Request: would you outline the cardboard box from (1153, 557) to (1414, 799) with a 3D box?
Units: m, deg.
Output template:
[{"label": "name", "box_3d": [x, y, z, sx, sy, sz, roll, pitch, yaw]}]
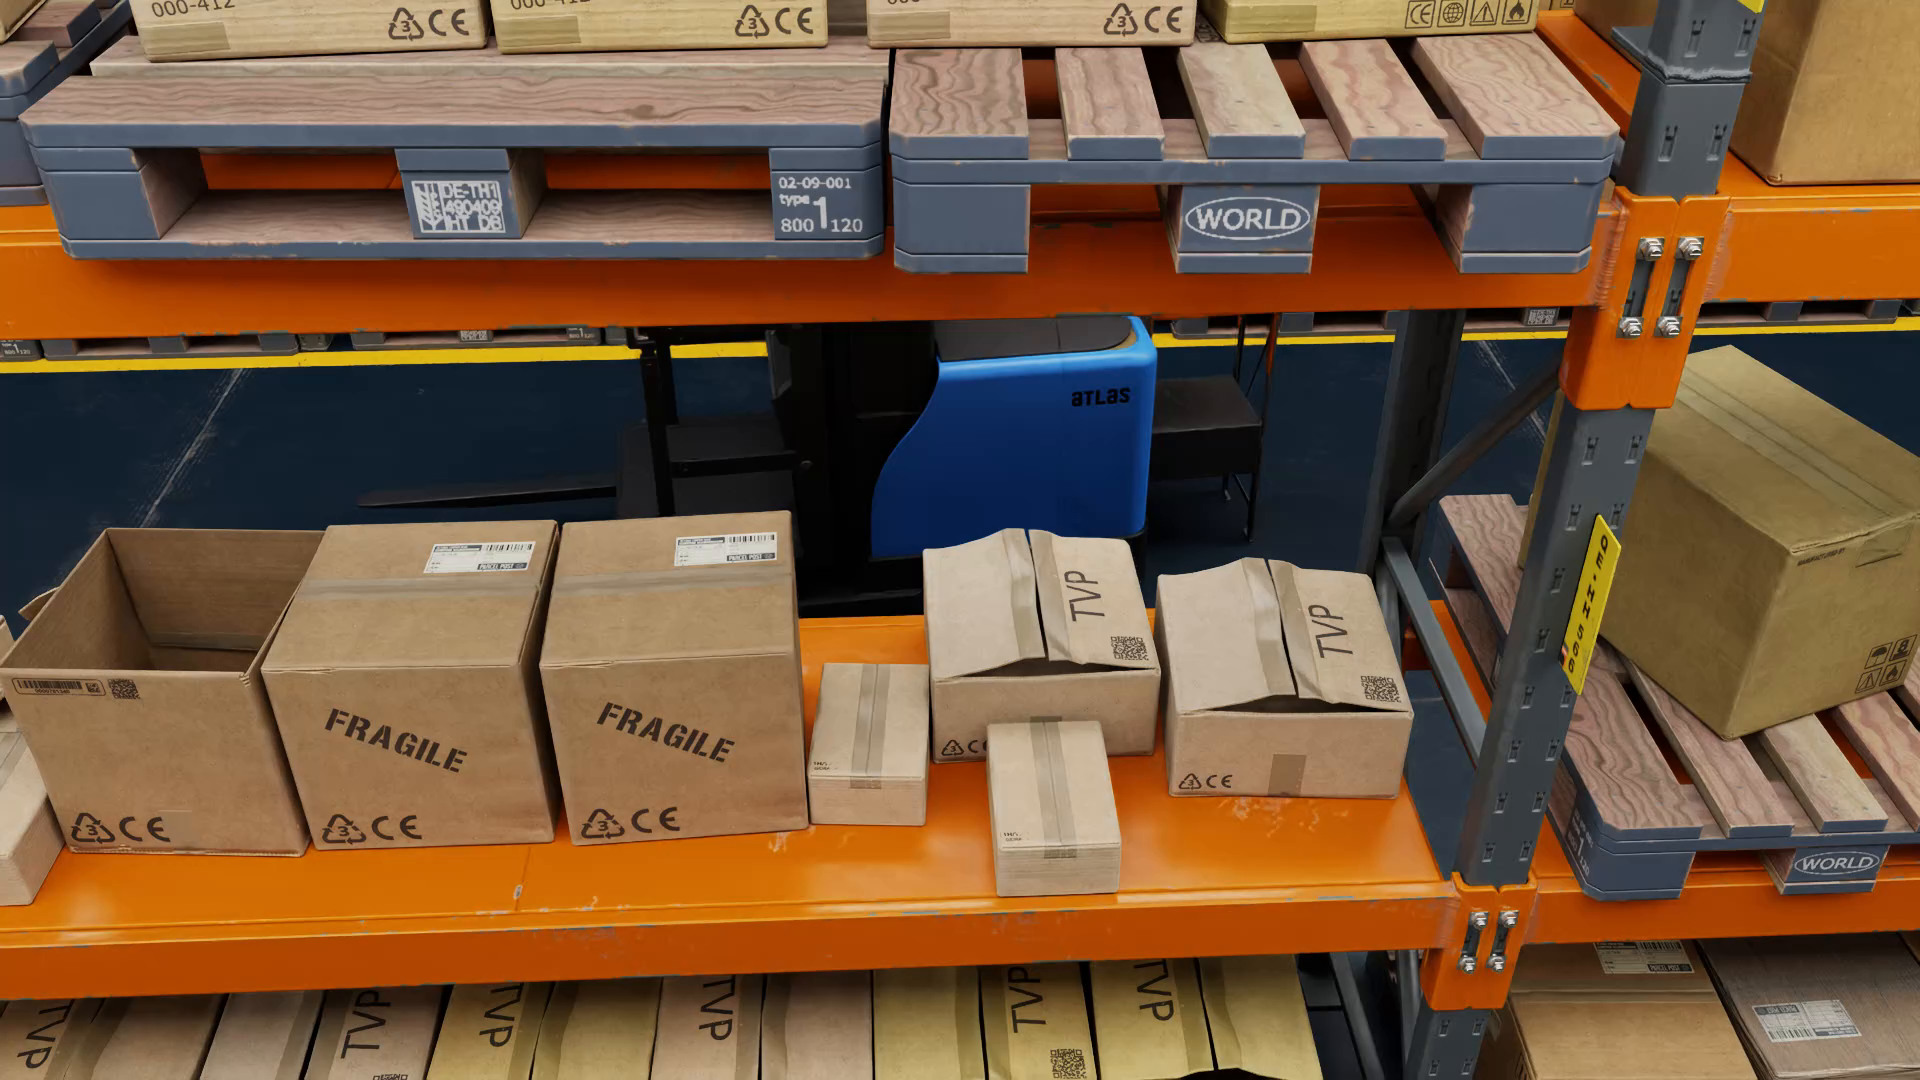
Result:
[{"label": "cardboard box", "box_3d": [0.712, 0.300, 3.759, 0.500, 0.311, 0.500, 1, 35, 1]}]

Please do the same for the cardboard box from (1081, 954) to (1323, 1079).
[{"label": "cardboard box", "box_3d": [0.566, 1.159, 3.993, 0.500, 0.311, 0.500, -1, 35, -1]}]

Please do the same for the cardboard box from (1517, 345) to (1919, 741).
[{"label": "cardboard box", "box_3d": [1.701, -0.017, 3.682, 0.500, 0.500, 0.700, -13, 37, -18]}]

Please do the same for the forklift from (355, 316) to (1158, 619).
[{"label": "forklift", "box_3d": [-0.847, -1.133, 5.811, 3.031, 2.935, 1.130, -5, 35, -7]}]

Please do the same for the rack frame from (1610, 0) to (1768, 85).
[{"label": "rack frame", "box_3d": [1.077, -2.189, 2.005, 0.127, 3.000, 1.000, -2, 35, -2]}]

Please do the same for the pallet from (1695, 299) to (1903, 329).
[{"label": "pallet", "box_3d": [4.067, -1.435, 8.638, 1.213, 0.211, 1.003, -2, 35, -2]}]

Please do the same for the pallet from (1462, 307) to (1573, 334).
[{"label": "pallet", "box_3d": [2.846, -1.401, 8.588, 1.213, 0.211, 1.003, -2, 35, -2]}]

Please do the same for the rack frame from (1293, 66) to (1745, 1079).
[{"label": "rack frame", "box_3d": [1.077, 0.278, 3.712, 0.127, 3.000, 1.000, -2, 35, -2]}]

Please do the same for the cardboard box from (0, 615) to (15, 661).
[{"label": "cardboard box", "box_3d": [-2.429, 0.409, 3.654, 0.500, 0.250, 0.500, 1, 35, 1]}]

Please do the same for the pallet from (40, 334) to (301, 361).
[{"label": "pallet", "box_3d": [-3.826, -1.245, 8.364, 1.213, 0.211, 1.003, -2, 35, -2]}]

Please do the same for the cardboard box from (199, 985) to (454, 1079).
[{"label": "cardboard box", "box_3d": [-1.477, 1.218, 3.908, 0.500, 0.311, 0.500, -3, 35, -4]}]

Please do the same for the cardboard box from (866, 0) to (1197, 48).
[{"label": "cardboard box", "box_3d": [0.104, -0.998, 2.683, 0.500, 0.250, 0.500, -1, 35, -1]}]

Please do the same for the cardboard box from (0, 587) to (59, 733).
[{"label": "cardboard box", "box_3d": [-2.049, 0.313, 3.780, 0.258, 0.266, 0.396, -2, 35, -3]}]

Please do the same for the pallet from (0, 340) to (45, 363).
[{"label": "pallet", "box_3d": [-5.047, -1.211, 8.314, 1.213, 0.211, 1.003, -2, 35, -2]}]

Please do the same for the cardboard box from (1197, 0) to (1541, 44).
[{"label": "cardboard box", "box_3d": [0.627, -1.022, 2.718, 0.500, 0.250, 0.500, -4, 35, -6]}]

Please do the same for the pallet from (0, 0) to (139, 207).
[{"label": "pallet", "box_3d": [-2.038, -0.800, 2.802, 1.217, 0.209, 0.805, -3, 35, -4]}]

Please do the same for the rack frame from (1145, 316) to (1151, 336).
[{"label": "rack frame", "box_3d": [0.665, -0.923, 6.238, 0.015, 2.100, 0.400, -5, 35, -7]}]

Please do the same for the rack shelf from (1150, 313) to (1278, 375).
[{"label": "rack shelf", "box_3d": [0.906, -0.932, 6.276, 0.480, 0.518, 0.431, -5, 35, -7]}]

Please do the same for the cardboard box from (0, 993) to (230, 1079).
[{"label": "cardboard box", "box_3d": [-1.993, 1.233, 3.887, 0.500, 0.311, 0.500, -2, 35, -3]}]

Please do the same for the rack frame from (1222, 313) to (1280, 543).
[{"label": "rack frame", "box_3d": [1.147, -0.964, 6.298, 0.015, 2.100, 0.400, -5, 35, -7]}]

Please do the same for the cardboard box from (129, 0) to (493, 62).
[{"label": "cardboard box", "box_3d": [-1.006, -0.975, 2.650, 0.500, 0.250, 0.500, -4, 35, -6]}]

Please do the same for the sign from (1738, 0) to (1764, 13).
[{"label": "sign", "box_3d": [1.095, -0.885, 2.233, 0.005, 0.325, 0.100, -2, 35, -2]}]

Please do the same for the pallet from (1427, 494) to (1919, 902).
[{"label": "pallet", "box_3d": [1.751, 0.299, 3.851, 1.003, 0.211, 1.213, -2, 35, -2]}]

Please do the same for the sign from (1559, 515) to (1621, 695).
[{"label": "sign", "box_3d": [1.107, 0.117, 2.927, 0.005, 0.325, 0.100, -2, 35, -2]}]

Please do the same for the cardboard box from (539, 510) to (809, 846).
[{"label": "cardboard box", "box_3d": [-0.598, 0.291, 3.605, 0.500, 0.500, 0.500, -3, 35, -5]}]

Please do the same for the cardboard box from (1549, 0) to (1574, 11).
[{"label": "cardboard box", "box_3d": [2.875, -2.617, 7.529, 0.500, 0.500, 0.500, -1, 35, -1]}]

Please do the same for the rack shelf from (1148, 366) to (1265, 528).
[{"label": "rack shelf", "box_3d": [0.906, -0.357, 6.674, 0.480, 0.518, 0.431, -5, 35, -7]}]

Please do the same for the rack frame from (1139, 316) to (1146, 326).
[{"label": "rack frame", "box_3d": [0.839, -2.538, 7.781, 0.127, 3.000, 1.000, -2, 35, -2]}]

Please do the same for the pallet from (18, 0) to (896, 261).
[{"label": "pallet", "box_3d": [-0.713, -0.777, 2.767, 1.213, 0.211, 1.003, 0, 35, 0]}]

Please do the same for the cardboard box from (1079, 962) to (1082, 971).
[{"label": "cardboard box", "box_3d": [0.540, 0.853, 4.437, 0.500, 0.311, 0.500, 0, 35, -1]}]

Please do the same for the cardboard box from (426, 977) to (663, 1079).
[{"label": "cardboard box", "box_3d": [-0.958, 1.201, 3.932, 0.500, 0.311, 0.500, -1, 35, -1]}]

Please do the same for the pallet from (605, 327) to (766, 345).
[{"label": "pallet", "box_3d": [-1.157, -1.340, 8.500, 1.213, 0.211, 1.003, -2, 35, -2]}]

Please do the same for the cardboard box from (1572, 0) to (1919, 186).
[{"label": "cardboard box", "box_3d": [1.511, -1.027, 2.875, 0.500, 0.500, 0.910, -2, 35, -2]}]

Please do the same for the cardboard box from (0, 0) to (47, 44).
[{"label": "cardboard box", "box_3d": [-1.754, -0.986, 2.666, 0.500, 0.250, 0.500, -5, 35, -7]}]

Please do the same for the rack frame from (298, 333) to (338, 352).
[{"label": "rack frame", "box_3d": [-3.157, -2.430, 7.625, 0.127, 3.000, 1.000, -2, 35, -2]}]

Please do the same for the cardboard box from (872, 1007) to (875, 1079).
[{"label": "cardboard box", "box_3d": [-0.454, 1.417, 4.114, 0.500, 0.250, 0.500, -1, 35, -1]}]

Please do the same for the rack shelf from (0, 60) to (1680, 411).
[{"label": "rack shelf", "box_3d": [-0.921, -0.606, 2.986, 4.000, 0.370, 1.077, -2, 35, -2]}]

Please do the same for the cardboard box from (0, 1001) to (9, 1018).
[{"label": "cardboard box", "box_3d": [-2.494, 1.244, 3.872, 0.500, 0.311, 0.500, -1, 35, -2]}]

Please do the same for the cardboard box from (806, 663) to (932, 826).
[{"label": "cardboard box", "box_3d": [-0.194, 0.448, 3.688, 0.250, 0.149, 0.380, 1, 35, 1]}]

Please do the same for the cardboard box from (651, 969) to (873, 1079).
[{"label": "cardboard box", "box_3d": [-0.458, 1.189, 3.950, 0.500, 0.311, 0.500, -2, 35, -3]}]

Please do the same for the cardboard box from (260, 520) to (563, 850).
[{"label": "cardboard box", "box_3d": [-1.124, 0.306, 3.585, 0.500, 0.500, 0.500, -1, 35, -2]}]

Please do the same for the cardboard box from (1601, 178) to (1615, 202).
[{"label": "cardboard box", "box_3d": [3.304, -1.817, 8.260, 0.750, 0.750, 0.750, -1, 35, -1]}]

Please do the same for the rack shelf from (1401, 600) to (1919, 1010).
[{"label": "rack shelf", "box_3d": [3.075, 0.520, 3.995, 4.000, 0.370, 1.077, -2, 35, -2]}]

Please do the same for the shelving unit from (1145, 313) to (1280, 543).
[{"label": "shelving unit", "box_3d": [0.906, -0.944, 6.268, 0.503, 2.100, 0.431, -5, 35, -7]}]

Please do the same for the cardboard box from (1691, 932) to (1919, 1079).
[{"label": "cardboard box", "box_3d": [2.068, 1.258, 4.107, 0.500, 0.500, 0.500, -3, 35, -4]}]

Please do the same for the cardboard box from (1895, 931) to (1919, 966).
[{"label": "cardboard box", "box_3d": [2.569, 1.247, 4.122, 0.500, 0.500, 0.500, -2, 35, -3]}]

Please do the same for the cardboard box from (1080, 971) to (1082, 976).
[{"label": "cardboard box", "box_3d": [0.540, 1.083, 4.596, 0.500, 0.250, 0.500, -2, 35, -2]}]

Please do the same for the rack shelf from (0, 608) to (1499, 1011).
[{"label": "rack shelf", "box_3d": [-0.921, 0.628, 3.839, 4.000, 0.370, 1.077, -2, 35, -2]}]

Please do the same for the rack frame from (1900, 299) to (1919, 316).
[{"label": "rack frame", "box_3d": [4.834, -2.645, 7.937, 0.127, 3.000, 1.000, -2, 35, -2]}]

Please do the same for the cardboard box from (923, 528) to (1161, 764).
[{"label": "cardboard box", "box_3d": [0.175, 0.229, 3.862, 0.500, 0.311, 0.500, -2, 35, -3]}]

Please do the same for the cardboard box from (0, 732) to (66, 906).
[{"label": "cardboard box", "box_3d": [-2.024, 0.581, 3.495, 0.250, 0.149, 0.380, -2, 35, -2]}]

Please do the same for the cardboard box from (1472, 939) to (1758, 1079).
[{"label": "cardboard box", "box_3d": [1.545, 1.275, 4.082, 0.500, 0.500, 0.500, 0, 35, 0]}]

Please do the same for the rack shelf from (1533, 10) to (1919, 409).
[{"label": "rack shelf", "box_3d": [3.075, -0.713, 3.141, 4.000, 0.370, 1.077, -2, 35, -2]}]

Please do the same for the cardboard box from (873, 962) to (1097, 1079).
[{"label": "cardboard box", "box_3d": [0.047, 1.177, 3.968, 0.500, 0.311, 0.500, -2, 35, -3]}]

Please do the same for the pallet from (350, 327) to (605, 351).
[{"label": "pallet", "box_3d": [-2.379, -1.305, 8.450, 1.213, 0.211, 1.003, -2, 35, -2]}]

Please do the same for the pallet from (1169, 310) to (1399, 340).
[{"label": "pallet", "box_3d": [1.630, -1.369, 8.543, 1.213, 0.211, 1.003, -2, 35, -2]}]

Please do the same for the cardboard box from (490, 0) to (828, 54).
[{"label": "cardboard box", "box_3d": [-0.468, -0.989, 2.670, 0.500, 0.250, 0.500, -2, 35, -3]}]
